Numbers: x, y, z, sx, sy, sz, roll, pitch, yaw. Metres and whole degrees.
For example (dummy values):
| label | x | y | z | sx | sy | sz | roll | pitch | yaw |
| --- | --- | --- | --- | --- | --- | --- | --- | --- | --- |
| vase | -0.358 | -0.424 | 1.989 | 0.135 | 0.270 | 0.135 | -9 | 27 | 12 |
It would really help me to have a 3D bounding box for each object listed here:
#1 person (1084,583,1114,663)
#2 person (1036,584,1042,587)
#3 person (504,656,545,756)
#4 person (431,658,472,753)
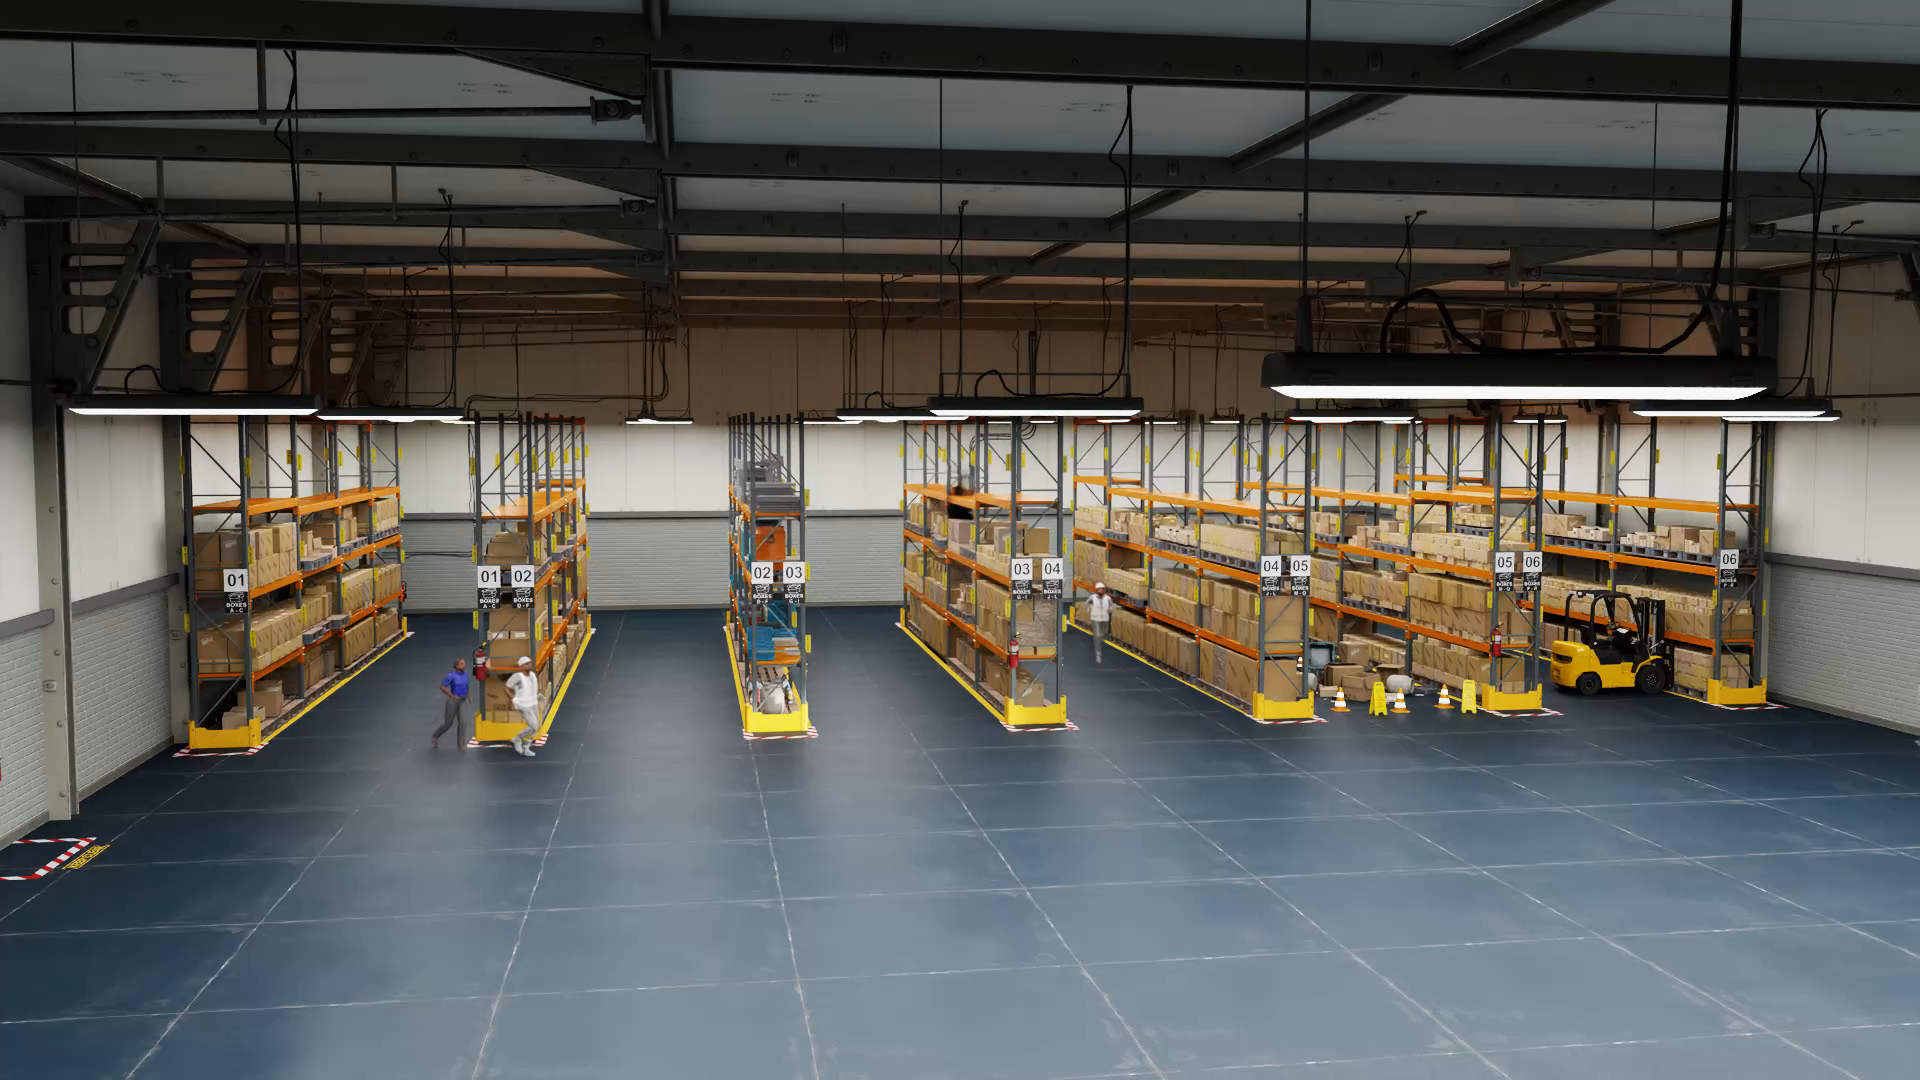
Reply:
| label | x | y | z | sx | sy | sz | roll | pitch | yaw |
| --- | --- | --- | --- | --- | --- | --- | --- | --- | --- |
| person | 3.282 | 1.914 | 38.862 | 0.644 | 1.851 | 0.761 | -1 | 4 | -14 |
| person | 2.436 | 1.589 | 48.846 | 0.616 | 1.675 | 0.684 | 3 | 5 | 39 |
| person | -7.512 | 2.894 | 28.901 | 0.541 | 1.743 | 0.686 | 2 | 4 | 22 |
| person | -8.884 | 2.902 | 29.417 | 0.917 | 1.620 | 0.657 | 3 | 5 | 40 |
